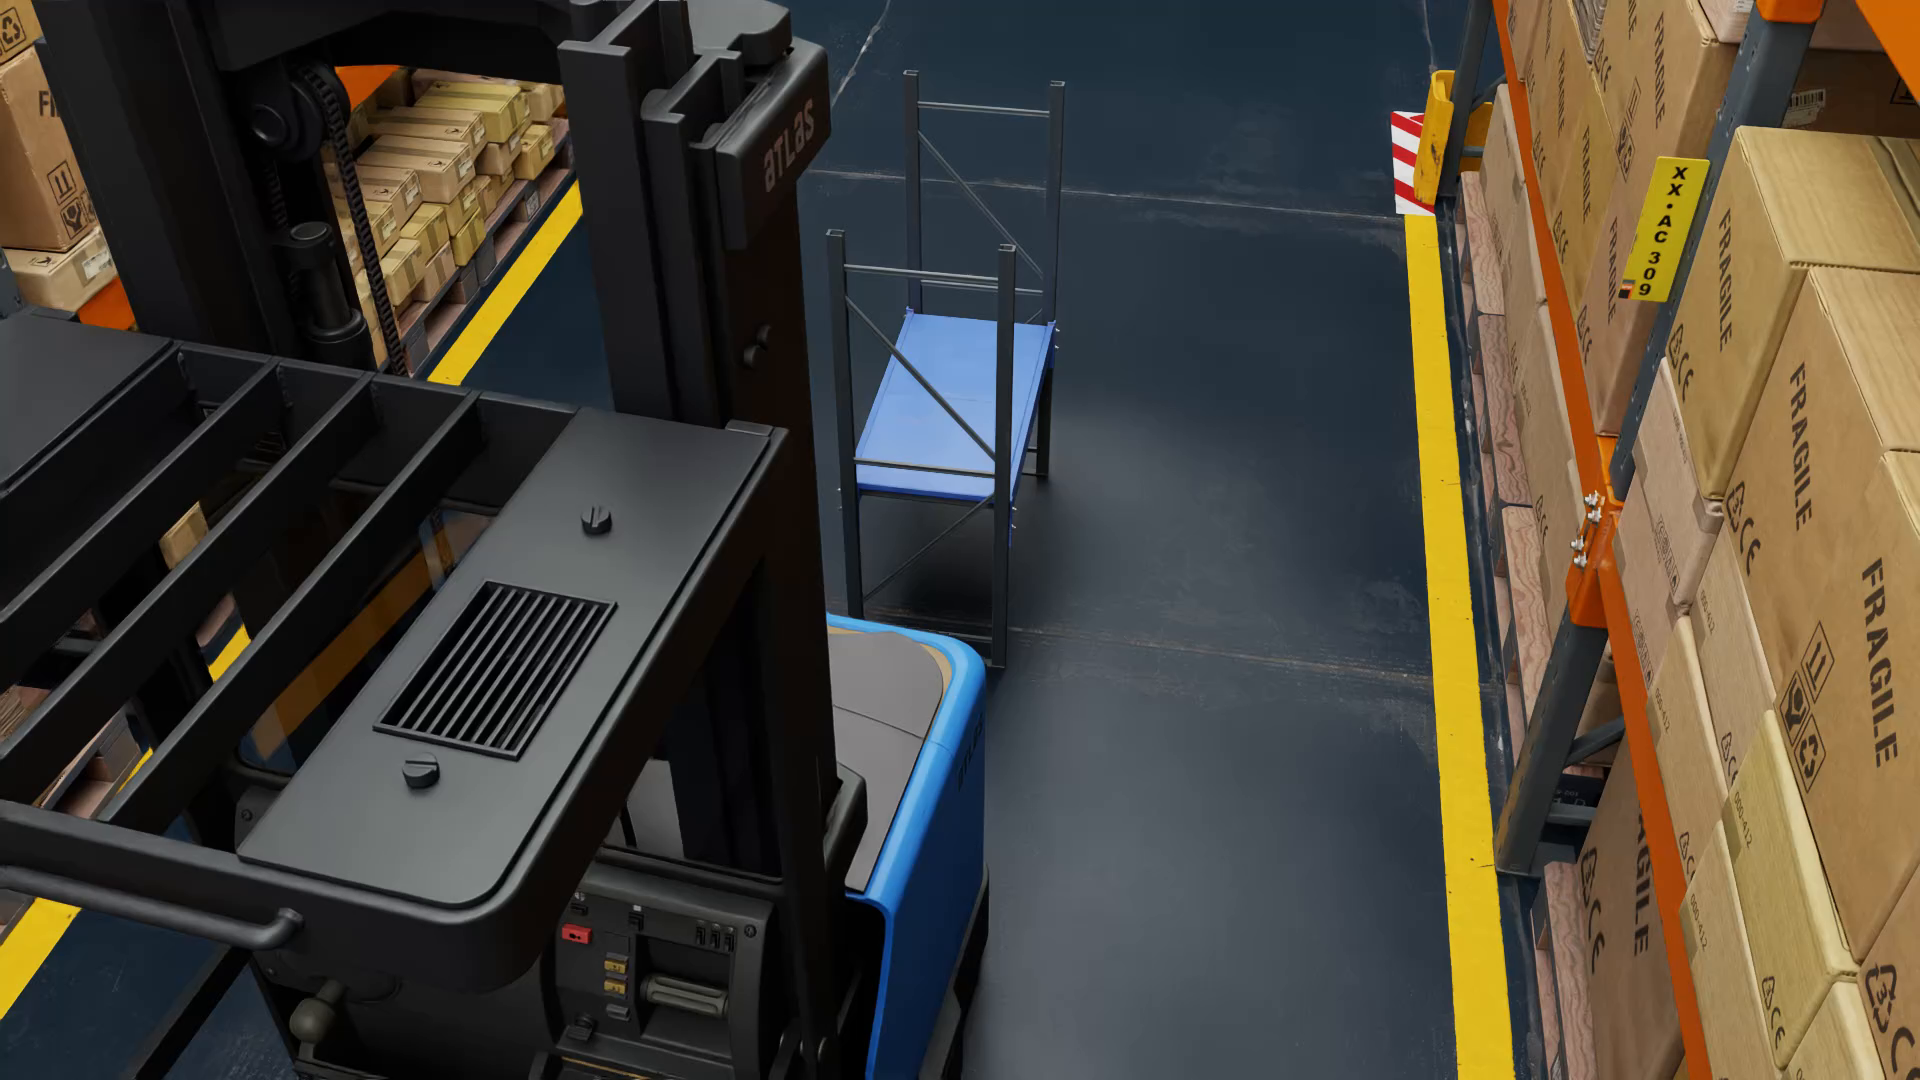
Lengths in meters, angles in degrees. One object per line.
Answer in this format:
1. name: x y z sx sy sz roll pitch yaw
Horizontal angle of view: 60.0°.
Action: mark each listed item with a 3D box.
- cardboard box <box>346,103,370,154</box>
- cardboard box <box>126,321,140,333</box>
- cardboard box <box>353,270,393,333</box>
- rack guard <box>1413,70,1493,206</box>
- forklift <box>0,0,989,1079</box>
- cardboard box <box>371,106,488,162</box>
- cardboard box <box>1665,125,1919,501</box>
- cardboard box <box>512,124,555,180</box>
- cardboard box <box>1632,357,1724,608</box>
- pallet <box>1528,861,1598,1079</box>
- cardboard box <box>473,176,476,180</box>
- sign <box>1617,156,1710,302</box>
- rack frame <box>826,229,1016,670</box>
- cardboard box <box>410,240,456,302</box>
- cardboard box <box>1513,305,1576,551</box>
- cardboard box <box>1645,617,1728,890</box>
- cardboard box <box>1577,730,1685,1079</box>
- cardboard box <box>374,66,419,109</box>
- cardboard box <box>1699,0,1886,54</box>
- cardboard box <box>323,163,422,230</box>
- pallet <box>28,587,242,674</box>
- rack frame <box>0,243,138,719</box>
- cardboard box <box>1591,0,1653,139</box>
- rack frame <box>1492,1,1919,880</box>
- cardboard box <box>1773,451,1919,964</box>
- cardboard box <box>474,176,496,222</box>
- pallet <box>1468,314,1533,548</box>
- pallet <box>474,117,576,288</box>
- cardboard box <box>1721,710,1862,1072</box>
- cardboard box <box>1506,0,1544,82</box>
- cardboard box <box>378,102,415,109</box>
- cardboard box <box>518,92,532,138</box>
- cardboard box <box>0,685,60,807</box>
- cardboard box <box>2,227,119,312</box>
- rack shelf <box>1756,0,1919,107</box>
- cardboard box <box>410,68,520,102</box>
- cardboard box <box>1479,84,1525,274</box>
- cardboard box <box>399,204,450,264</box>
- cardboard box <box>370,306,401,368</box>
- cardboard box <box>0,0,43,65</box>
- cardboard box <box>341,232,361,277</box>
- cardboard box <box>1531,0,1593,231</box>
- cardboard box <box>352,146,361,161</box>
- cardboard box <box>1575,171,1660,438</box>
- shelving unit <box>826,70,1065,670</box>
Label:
1. cardboard box: -2.694 -1.710 6.905 0.380 0.149 0.250 5 40 5
2. cardboard box: -2.932 -0.714 5.700 0.380 0.149 0.250 8 40 9
3. cardboard box: -2.334 -0.880 6.134 0.380 0.149 0.250 6 40 7
4. rack guard: 2.689 -1.773 7.502 1.175 0.500 0.348 6 40 8
5. forklift: -0.808 0.754 2.538 1.130 2.935 3.031 10 41 12
6. cardboard box: -2.177 -1.653 6.836 0.380 0.149 0.250 5 40 6
7. cardboard box: 1.633 -0.391 3.005 0.500 0.500 0.500 7 40 8
8. cardboard box: -2.038 -1.741 7.410 0.380 0.149 0.250 8 40 9
9. cardboard box: 1.639 -0.101 3.243 0.500 0.250 0.500 5 40 6
10. pallet: 1.933 1.356 3.944 1.003 0.211 1.213 6 40 8
11. cardboard box: -2.254 -1.535 6.927 0.380 0.149 0.250 6 40 7
12. sign: 1.446 -0.636 3.423 0.100 0.325 0.005 6 40 8
13. rack frame: -0.103 -0.205 4.821 0.500 1.500 0.032 6 40 8
14. cardboard box: -2.248 -1.092 6.625 0.380 0.149 0.250 7 40 9
15. cardboard box: 2.361 -0.330 5.476 0.875 0.438 0.875 5 40 6
16. cardboard box: 1.568 0.419 3.007 0.500 0.250 0.500 5 40 7
17. cardboard box: 1.964 0.844 3.713 0.875 0.875 0.875 8 40 9
18. cardboard box: -2.563 -2.019 7.278 0.380 0.149 0.250 7 40 8
19. cardboard box: 1.732 -1.113 3.370 0.380 0.149 0.250 6 40 7
20. cardboard box: -2.324 -1.325 6.439 0.380 0.149 0.250 5 40 6
21. pallet: -2.819 -0.044 5.638 1.003 0.211 1.213 6 40 8
22. rack frame: -2.900 -0.694 4.235 1.000 3.000 0.127 6 40 8
23. cardboard box: 1.898 -1.279 4.080 0.500 0.500 0.500 6 40 7
24. rack frame: 1.993 -0.211 3.651 1.000 3.000 0.127 6 40 8
25. cardboard box: 1.483 0.246 2.235 0.500 0.500 0.500 5 40 7
26. cardboard box: -2.199 -1.428 7.031 0.380 0.149 0.250 7 40 8
27. pallet: 2.410 -0.373 6.035 1.003 0.211 1.213 6 40 8
28. pallet: -2.397 -1.576 7.490 1.003 0.211 1.213 6 40 8
29. cardboard box: 1.463 0.543 2.464 0.500 0.250 0.500 7 40 8
30. cardboard box: 2.153 -1.853 5.558 0.500 0.500 0.500 6 40 7
31. cardboard box: -2.655 -1.916 7.387 0.380 0.149 0.250 6 40 7
32. cardboard box: -2.117 -1.861 7.321 0.380 0.149 0.250 6 40 7
33. cardboard box: -2.780 0.600 4.302 0.500 0.500 0.500 6 40 7
34. cardboard box: -2.529 -0.738 4.486 0.380 0.149 0.250 8 40 9
35. rack shelf: 1.647 0.165 1.407 1.077 0.370 4.000 6 40 8
36. cardboard box: -2.150 -1.985 7.237 0.380 0.149 0.250 7 40 9
37. cardboard box: 2.669 -1.471 6.856 0.875 0.438 0.875 5 40 6
38. cardboard box: -2.246 -1.207 6.531 0.380 0.149 0.250 8 40 10
39. cardboard box: -2.336 -0.769 6.233 0.380 0.149 0.250 5 40 6
40. cardboard box: -2.582 -1.488 4.100 0.500 0.500 0.500 7 40 9
41. cardboard box: -2.422 -1.007 6.055 0.380 0.149 0.250 5 40 6
42. cardboard box: 1.977 -1.210 4.781 0.500 0.500 0.500 6 40 7
43. cardboard box: -2.761 -1.603 7.009 0.380 0.149 0.250 8 40 9
44. cardboard box: 1.821 -0.569 4.006 0.500 0.500 0.500 7 40 8
45. shelving unit: -0.015 -0.524 5.207 0.538 1.500 1.048 6 40 8
